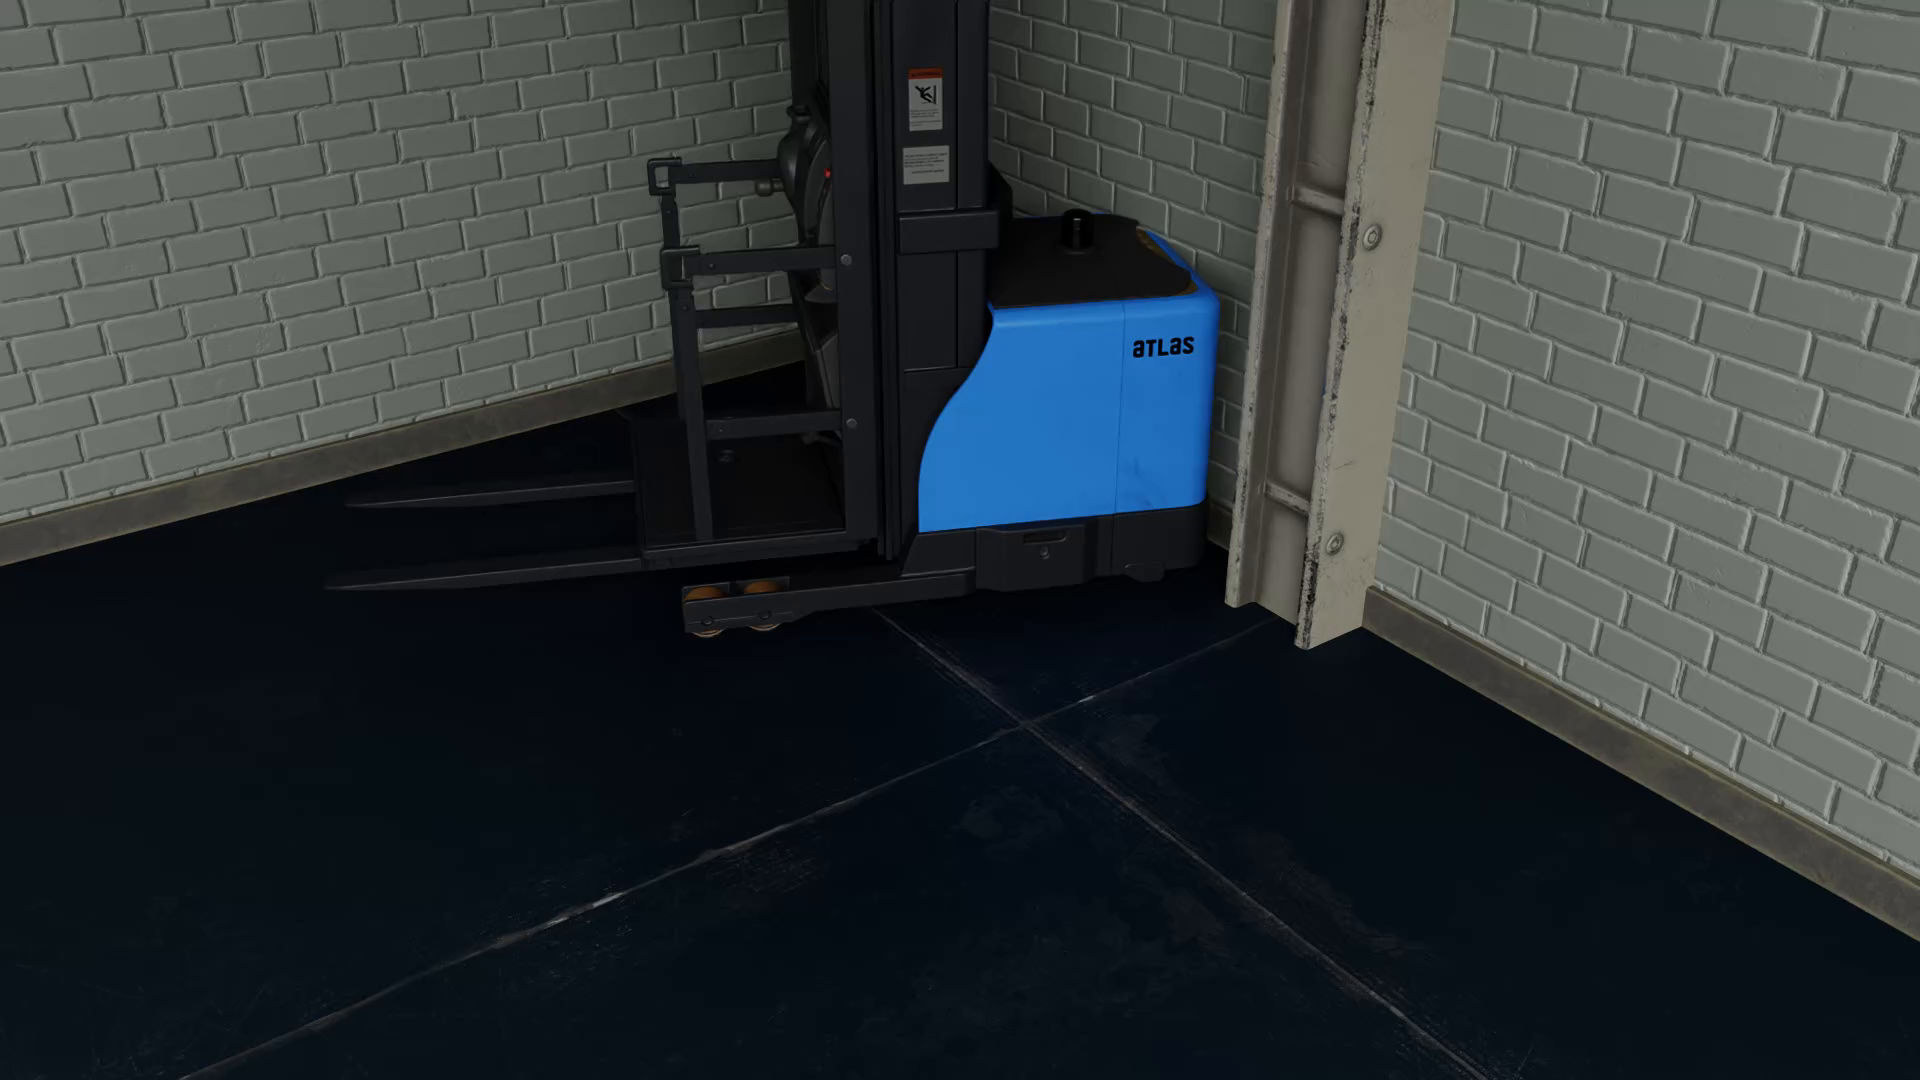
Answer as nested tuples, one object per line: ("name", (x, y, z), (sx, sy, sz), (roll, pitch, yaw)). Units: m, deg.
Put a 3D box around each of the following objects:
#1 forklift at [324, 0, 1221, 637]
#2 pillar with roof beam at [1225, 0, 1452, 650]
("forklift", (-0.685, -1.235, 5.452), (3.031, 2.935, 1.130), (-6, 29, -10))
("pillar with roof beam", (-2.340, -2.512, 1.447), (9.100, 9.000, 0.400), (-19, 34, -31))
